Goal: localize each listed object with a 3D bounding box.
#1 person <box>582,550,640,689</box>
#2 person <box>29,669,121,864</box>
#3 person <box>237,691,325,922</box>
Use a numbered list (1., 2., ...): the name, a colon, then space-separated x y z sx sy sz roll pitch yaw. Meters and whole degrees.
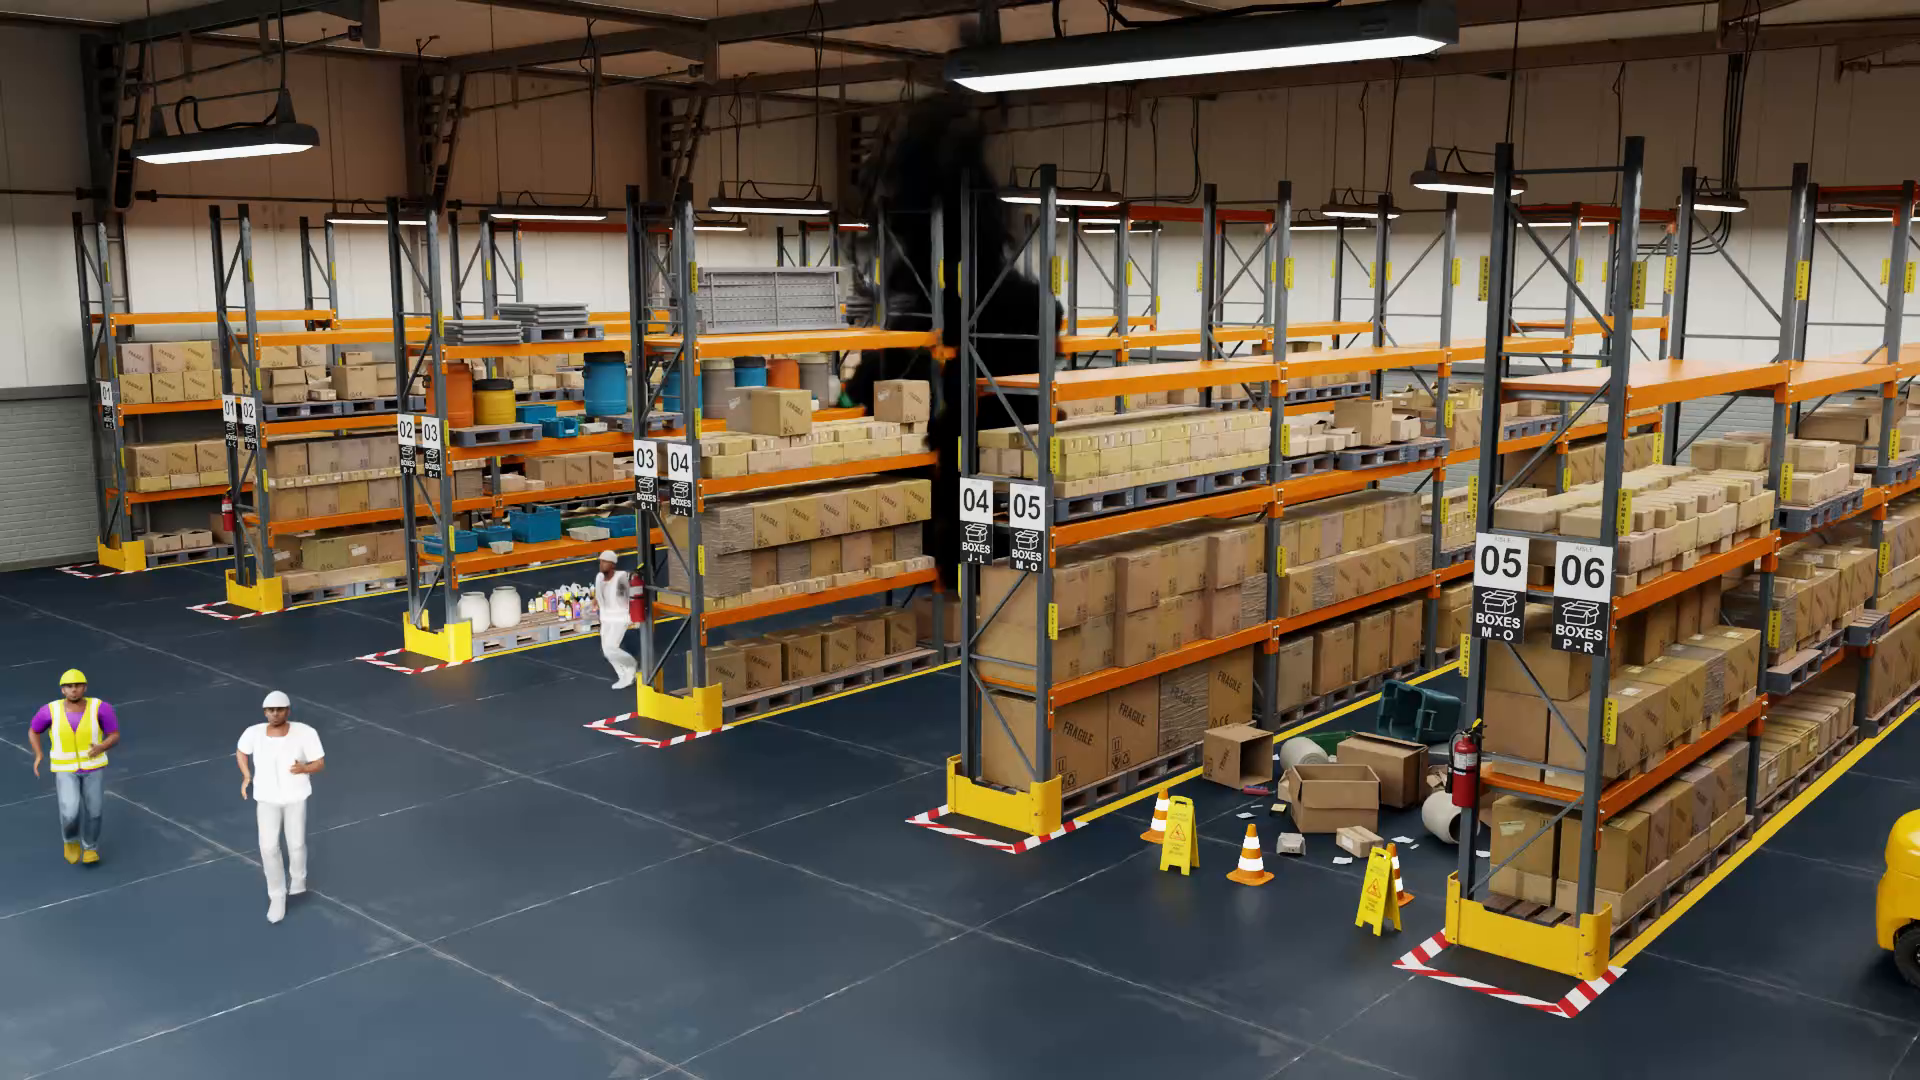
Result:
1. person: -4.220 0.980 20.139 0.685 1.728 0.633 7 12 37
2. person: -7.536 1.961 14.215 0.683 1.724 0.634 -6 11 -30
3. person: -5.435 2.105 13.343 0.674 1.826 0.720 -3 10 -18
